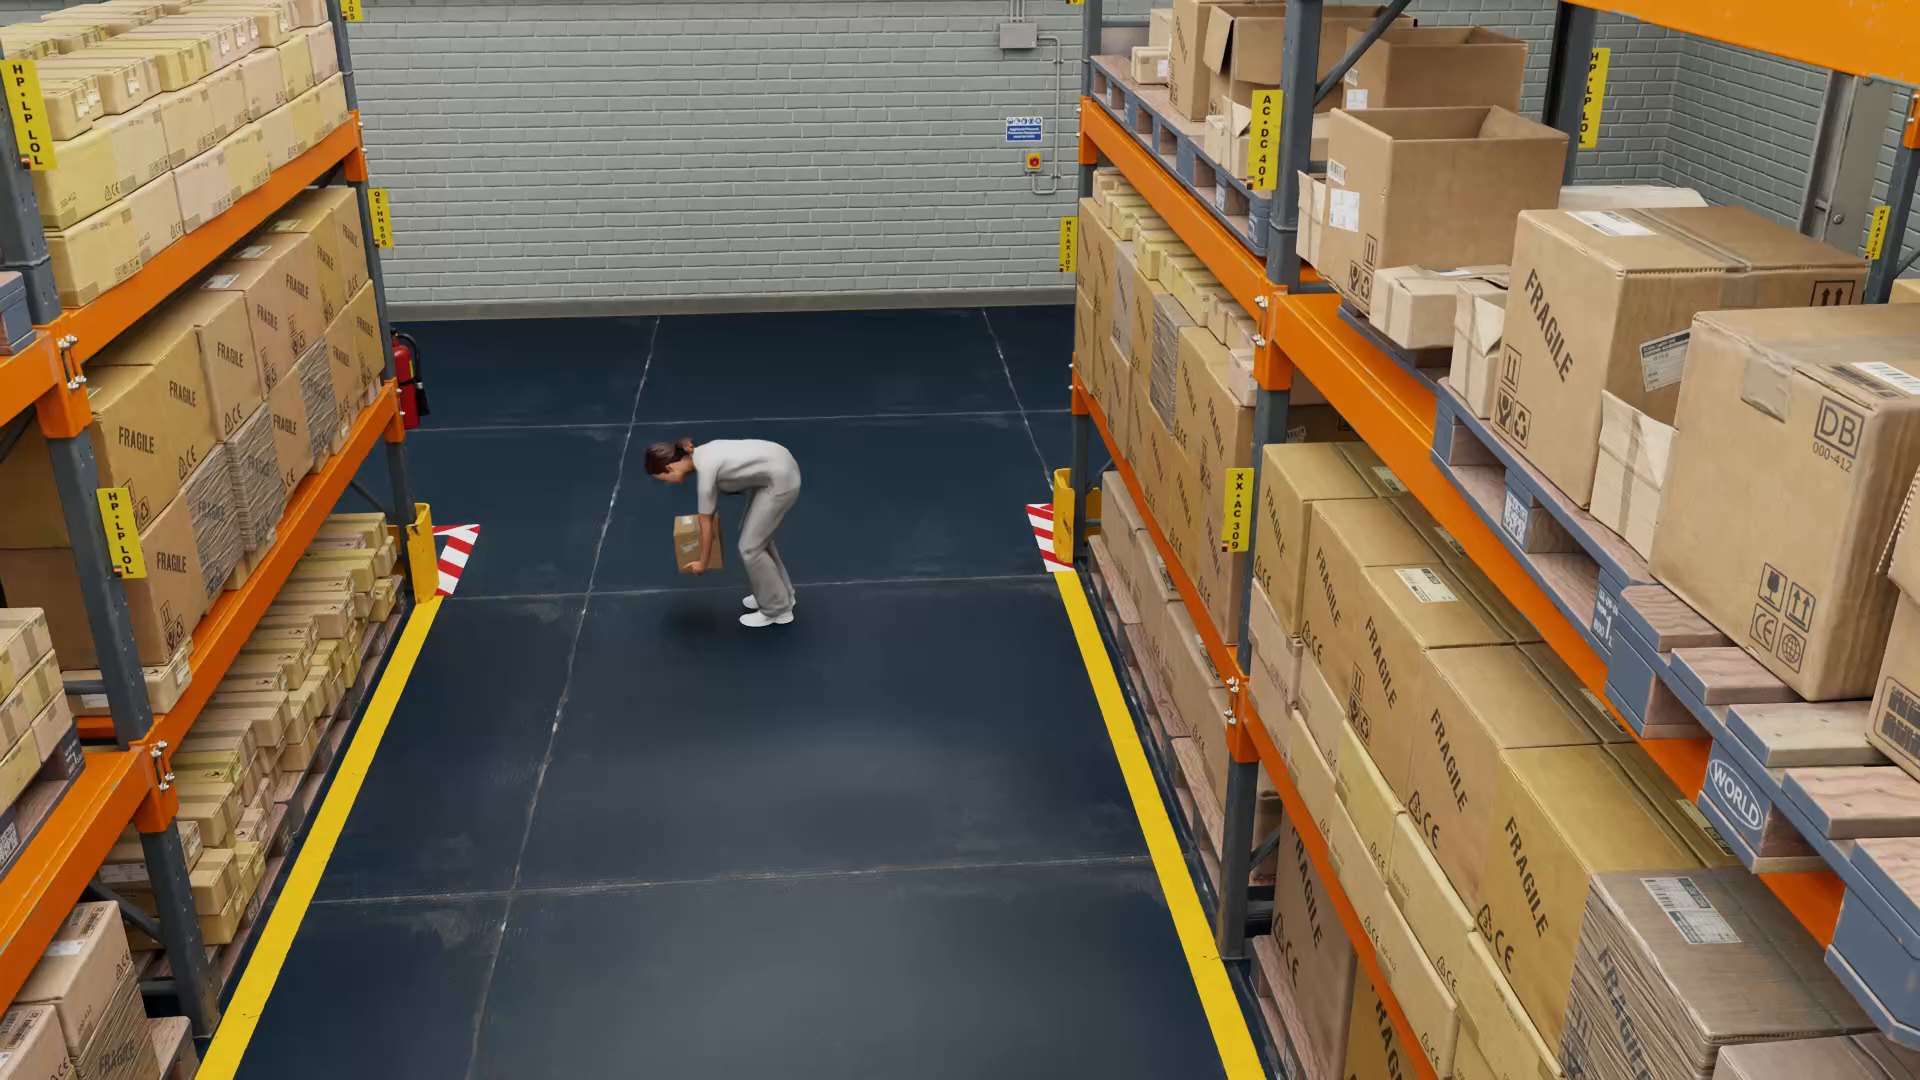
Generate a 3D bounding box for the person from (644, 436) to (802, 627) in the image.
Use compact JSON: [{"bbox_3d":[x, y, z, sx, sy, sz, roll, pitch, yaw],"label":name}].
[{"bbox_3d":[-1.326,-0.069,9.444,0.870,1.124,0.425,-3,24,-7],"label":"person"}]
